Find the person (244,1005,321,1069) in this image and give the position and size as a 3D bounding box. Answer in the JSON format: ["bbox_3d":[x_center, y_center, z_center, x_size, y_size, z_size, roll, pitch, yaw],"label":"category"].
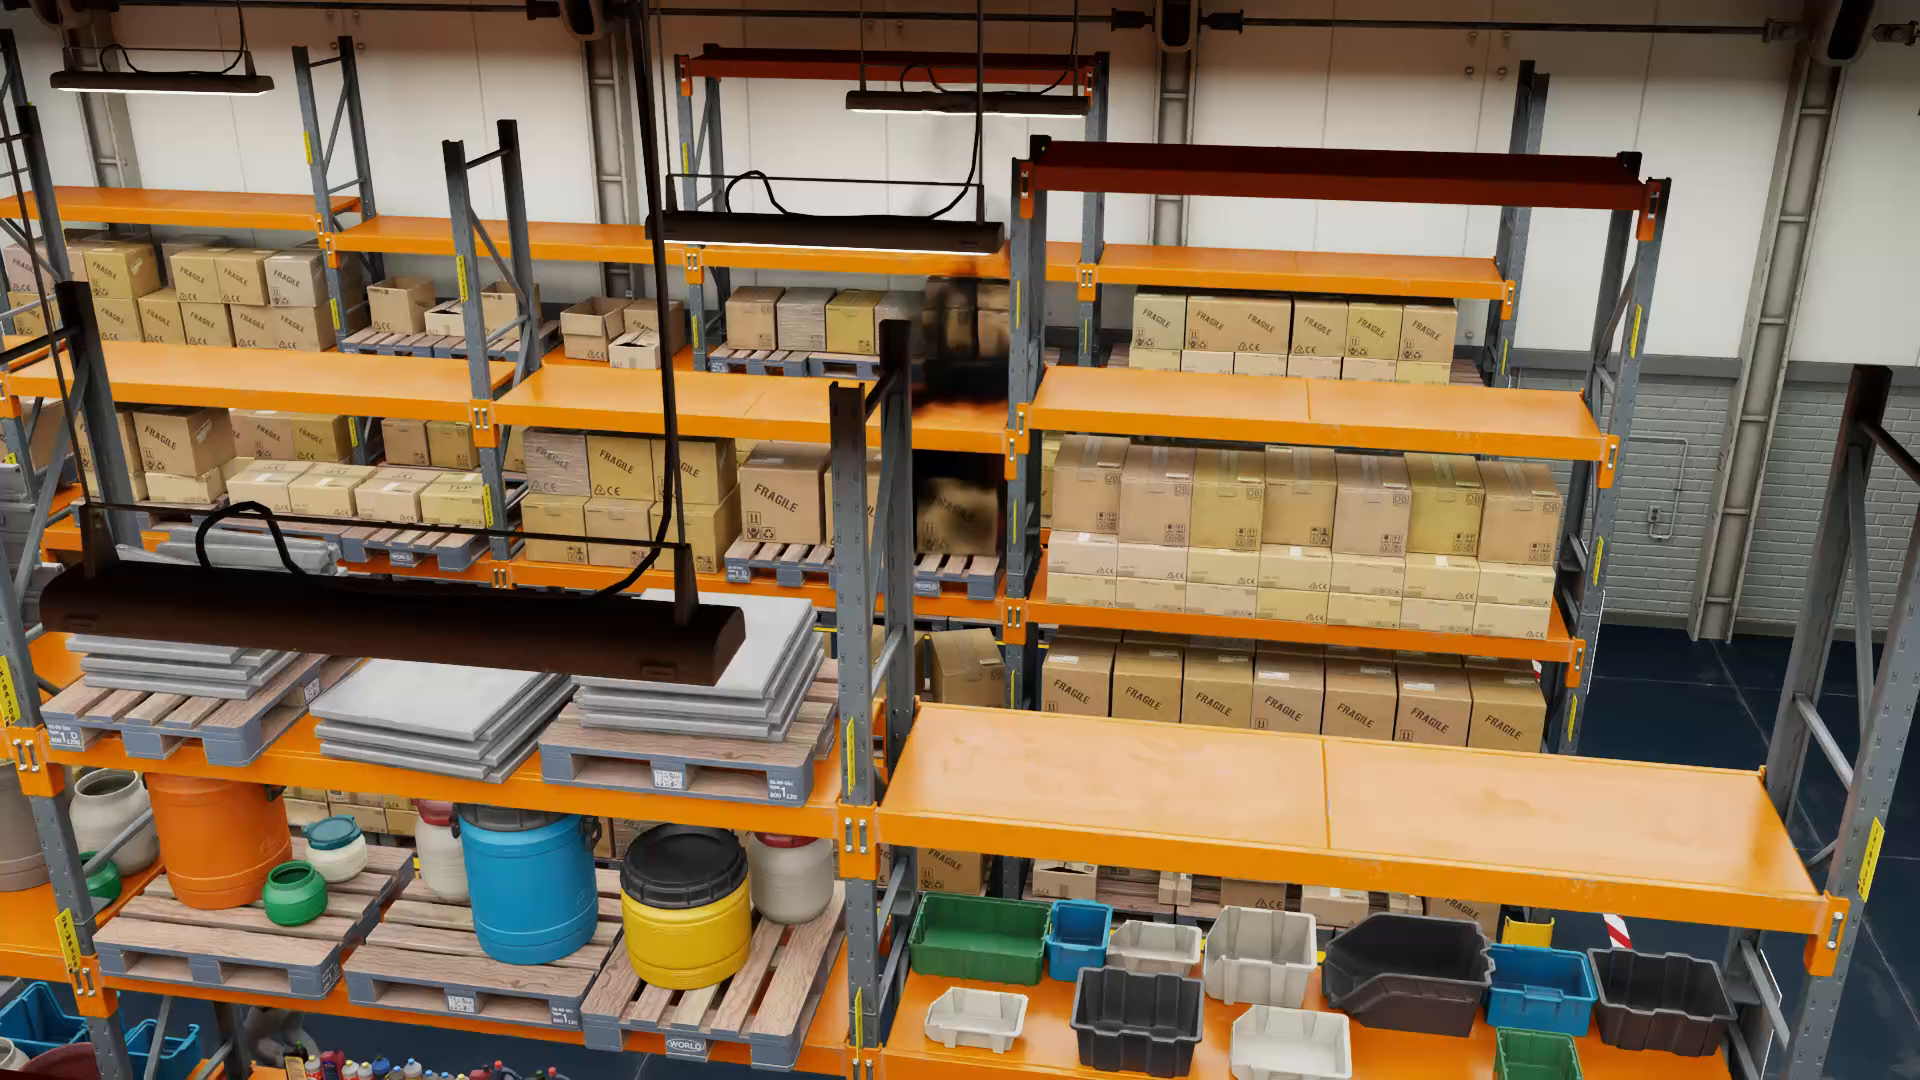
[{"bbox_3d":[-4.593,3.022,11.098,0.580,1.668,0.562,4,23,8],"label":"person"}]
